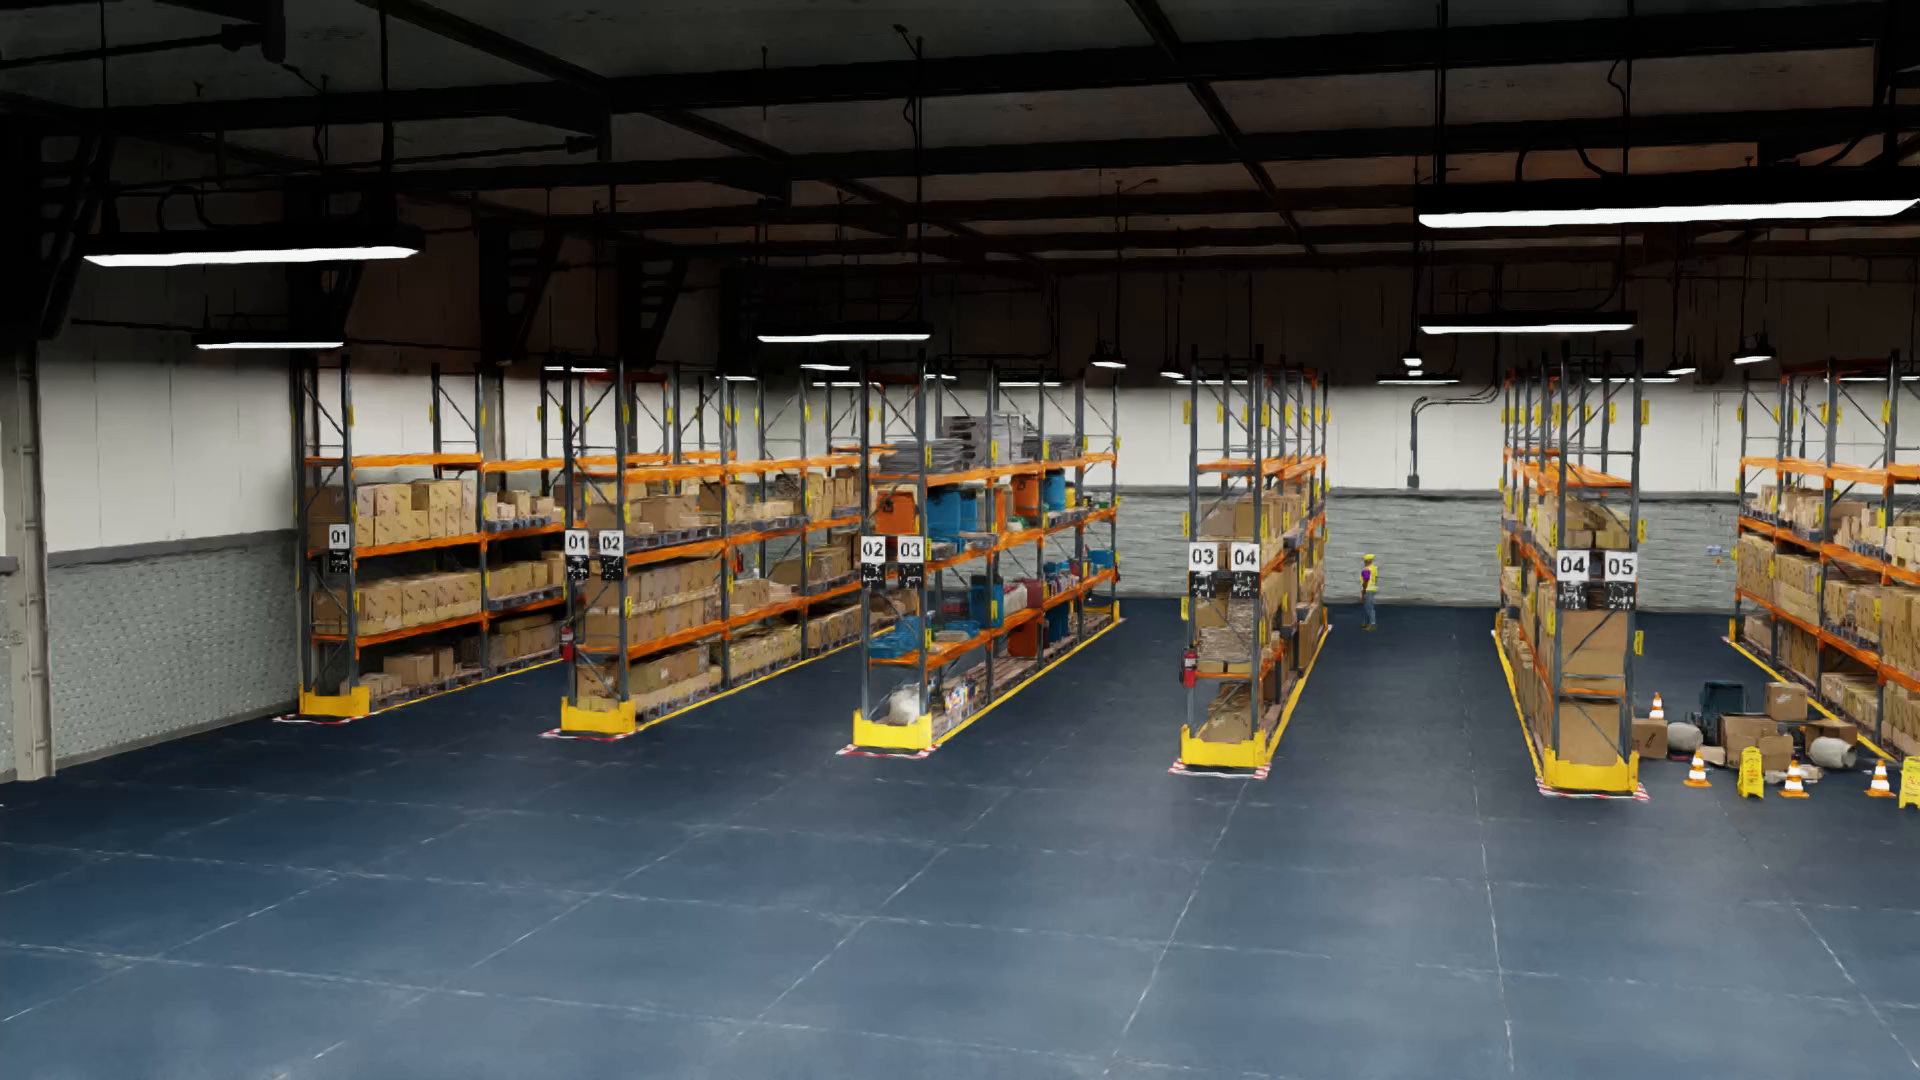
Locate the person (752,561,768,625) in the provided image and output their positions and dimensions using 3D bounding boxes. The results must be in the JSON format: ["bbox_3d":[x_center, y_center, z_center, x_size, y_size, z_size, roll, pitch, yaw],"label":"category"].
[{"bbox_3d":[-4.511,1.257,37.975,0.463,1.764,0.649,-1,4,-14],"label":"person"}]

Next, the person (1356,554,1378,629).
[{"bbox_3d":[9.562,1.199,39.031,0.578,1.764,0.726,3,5,32],"label":"person"}]

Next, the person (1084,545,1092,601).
[{"bbox_3d":[3.382,0.880,44.809,0.566,1.541,0.519,1,4,14],"label":"person"}]
